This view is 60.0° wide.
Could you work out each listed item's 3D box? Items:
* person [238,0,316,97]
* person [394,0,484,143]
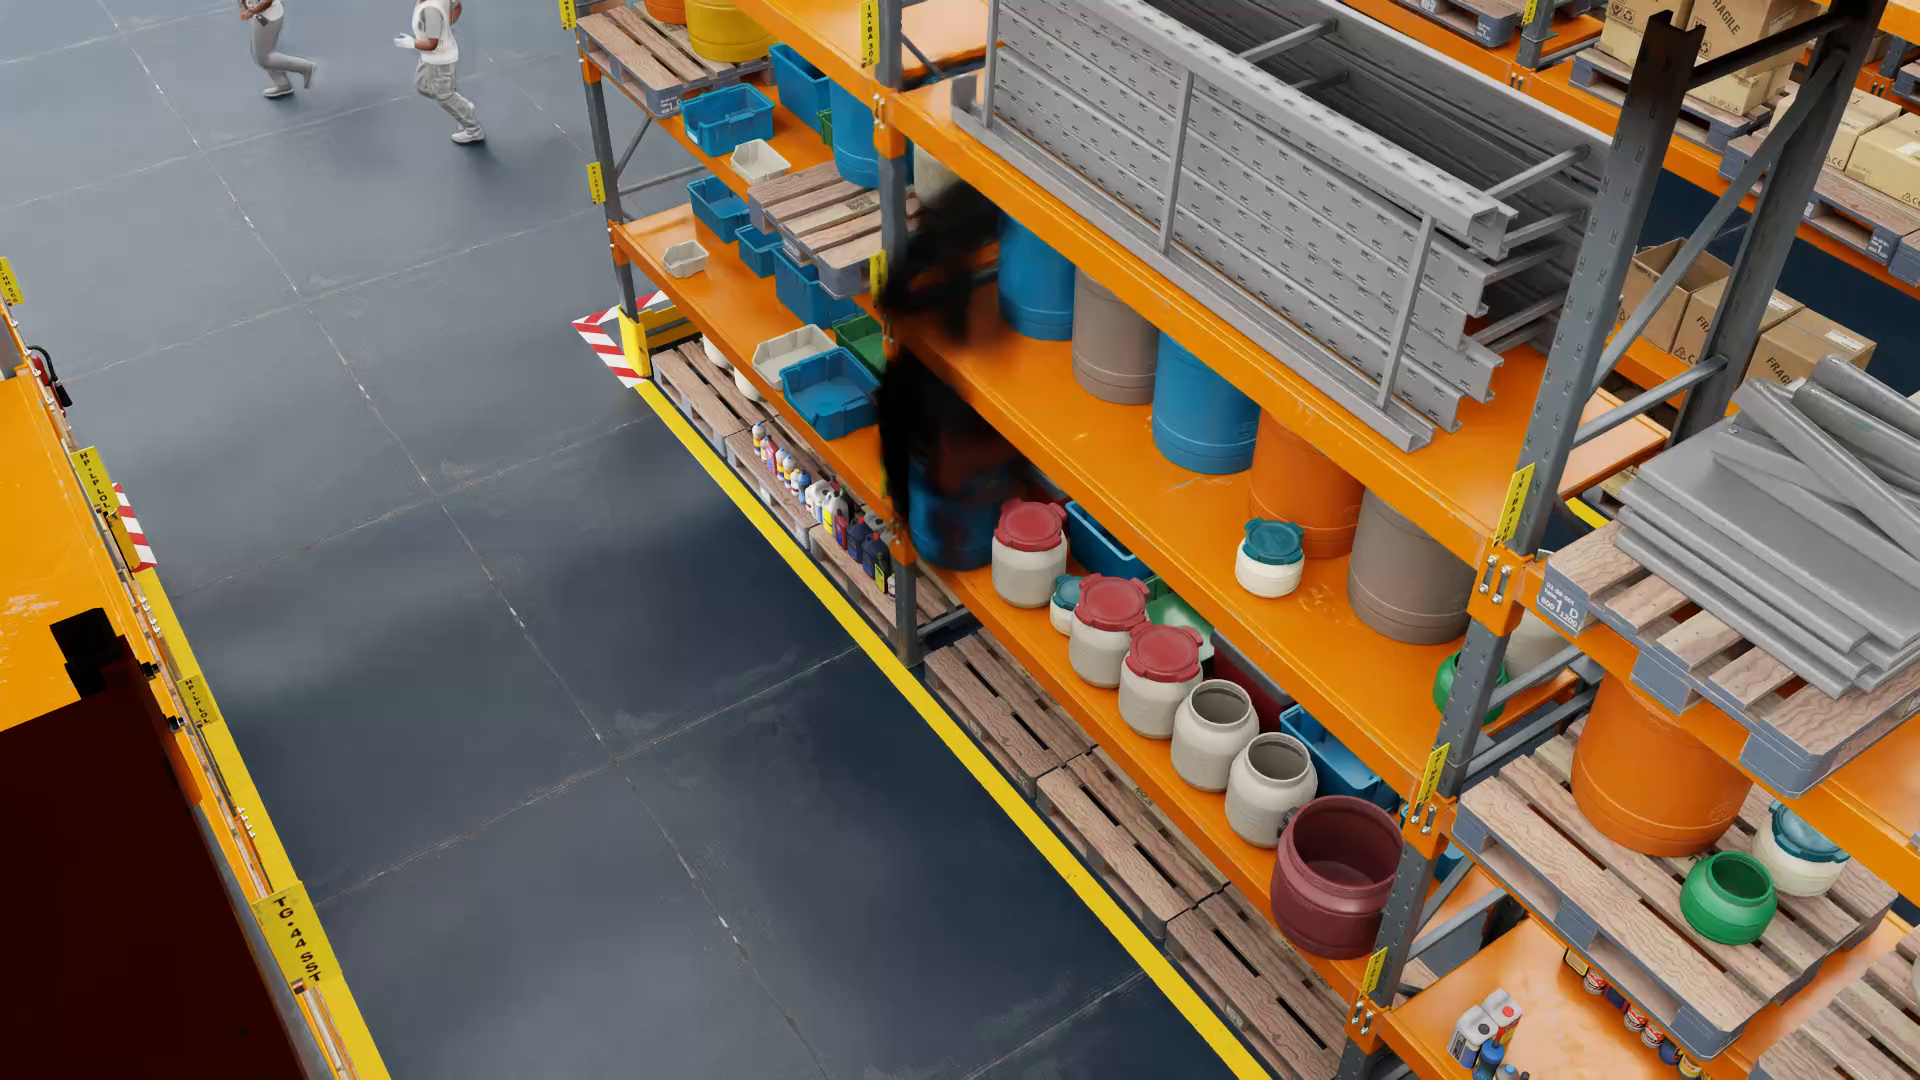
[{"bbox_3d":[-6.672,-5.075,16.054,0.547,1.650,0.575,-9,43,-10],"label":"person"},{"bbox_3d":[-4.843,-4.464,15.304,0.624,1.737,0.670,-8,43,-9],"label":"person"}]
